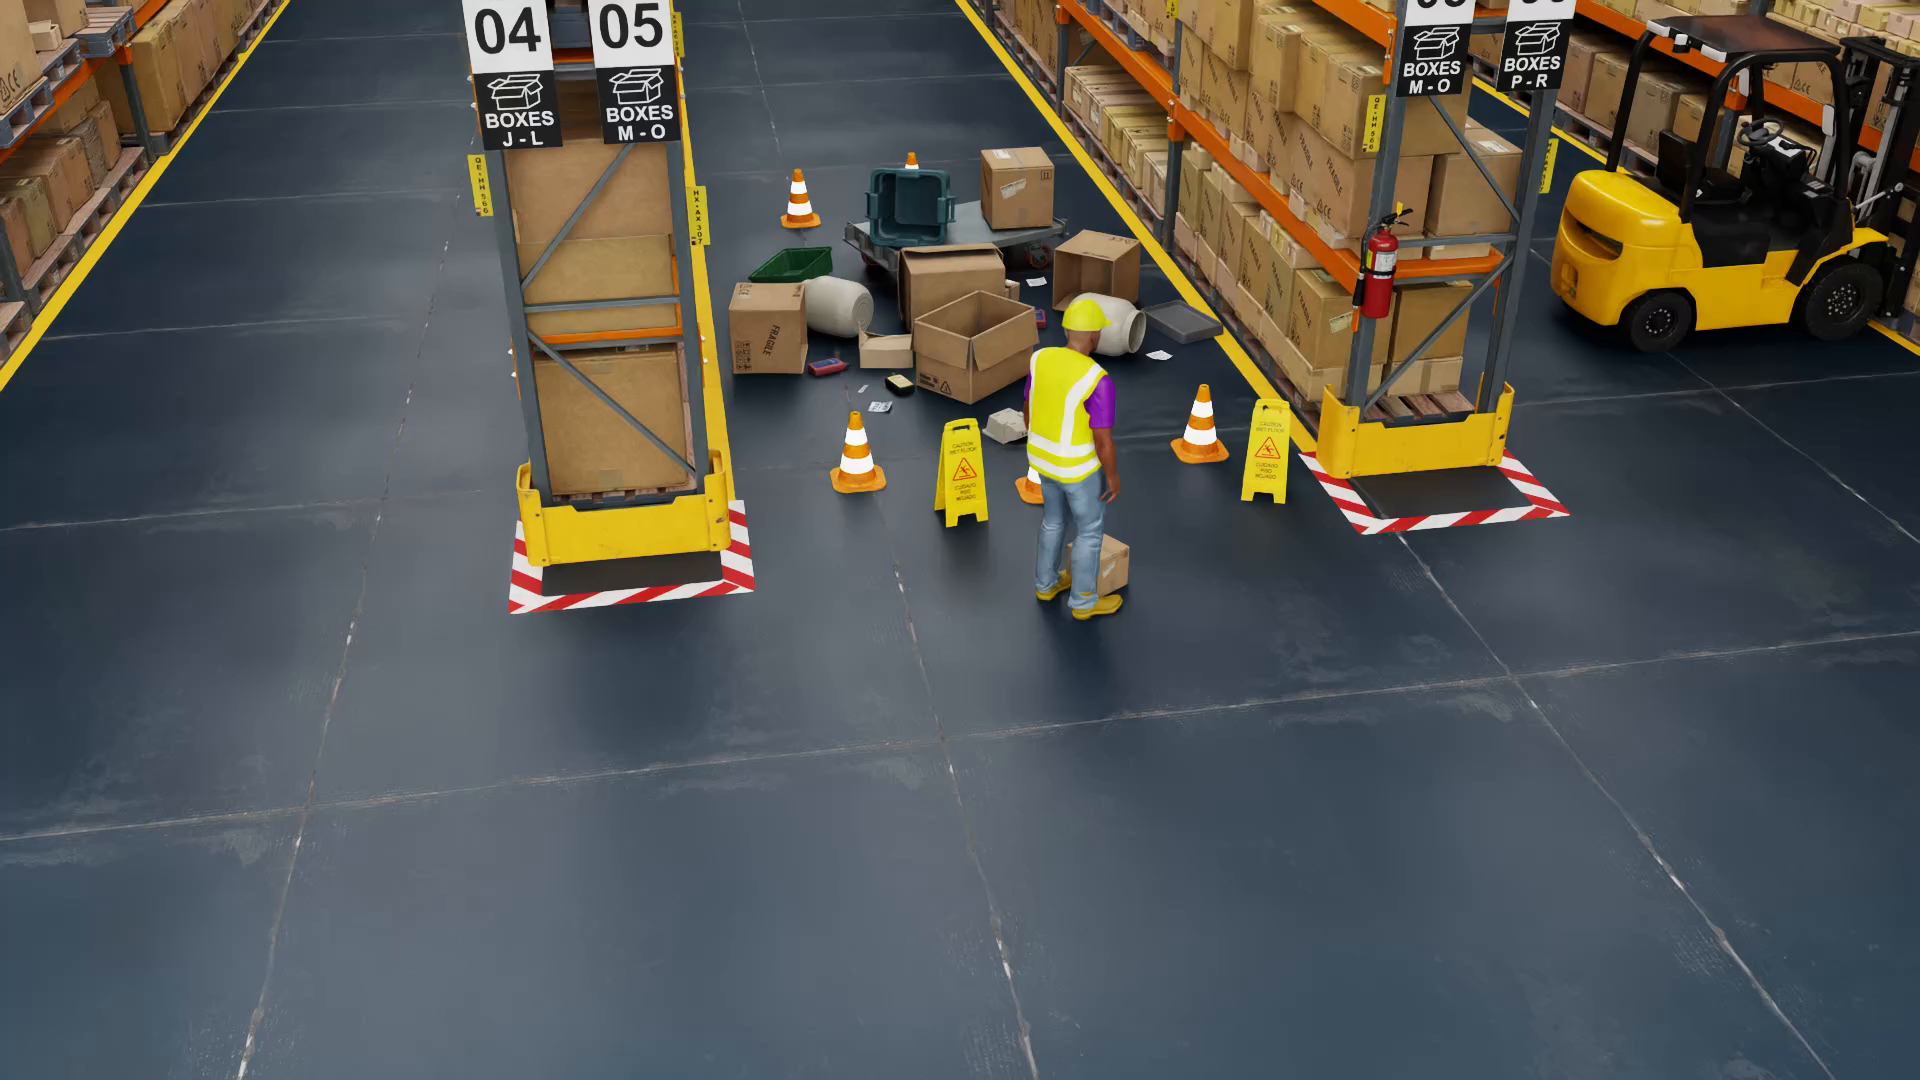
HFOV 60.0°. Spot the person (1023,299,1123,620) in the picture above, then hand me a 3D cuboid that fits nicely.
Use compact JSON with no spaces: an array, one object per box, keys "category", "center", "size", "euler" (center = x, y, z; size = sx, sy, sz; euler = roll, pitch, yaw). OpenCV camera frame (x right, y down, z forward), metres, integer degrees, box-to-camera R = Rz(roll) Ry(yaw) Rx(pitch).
[{"category":"person","center":[0.602,-0.430,8.850],"size":[0.461,1.759,0.619],"euler":[-25,39,-36]}]
